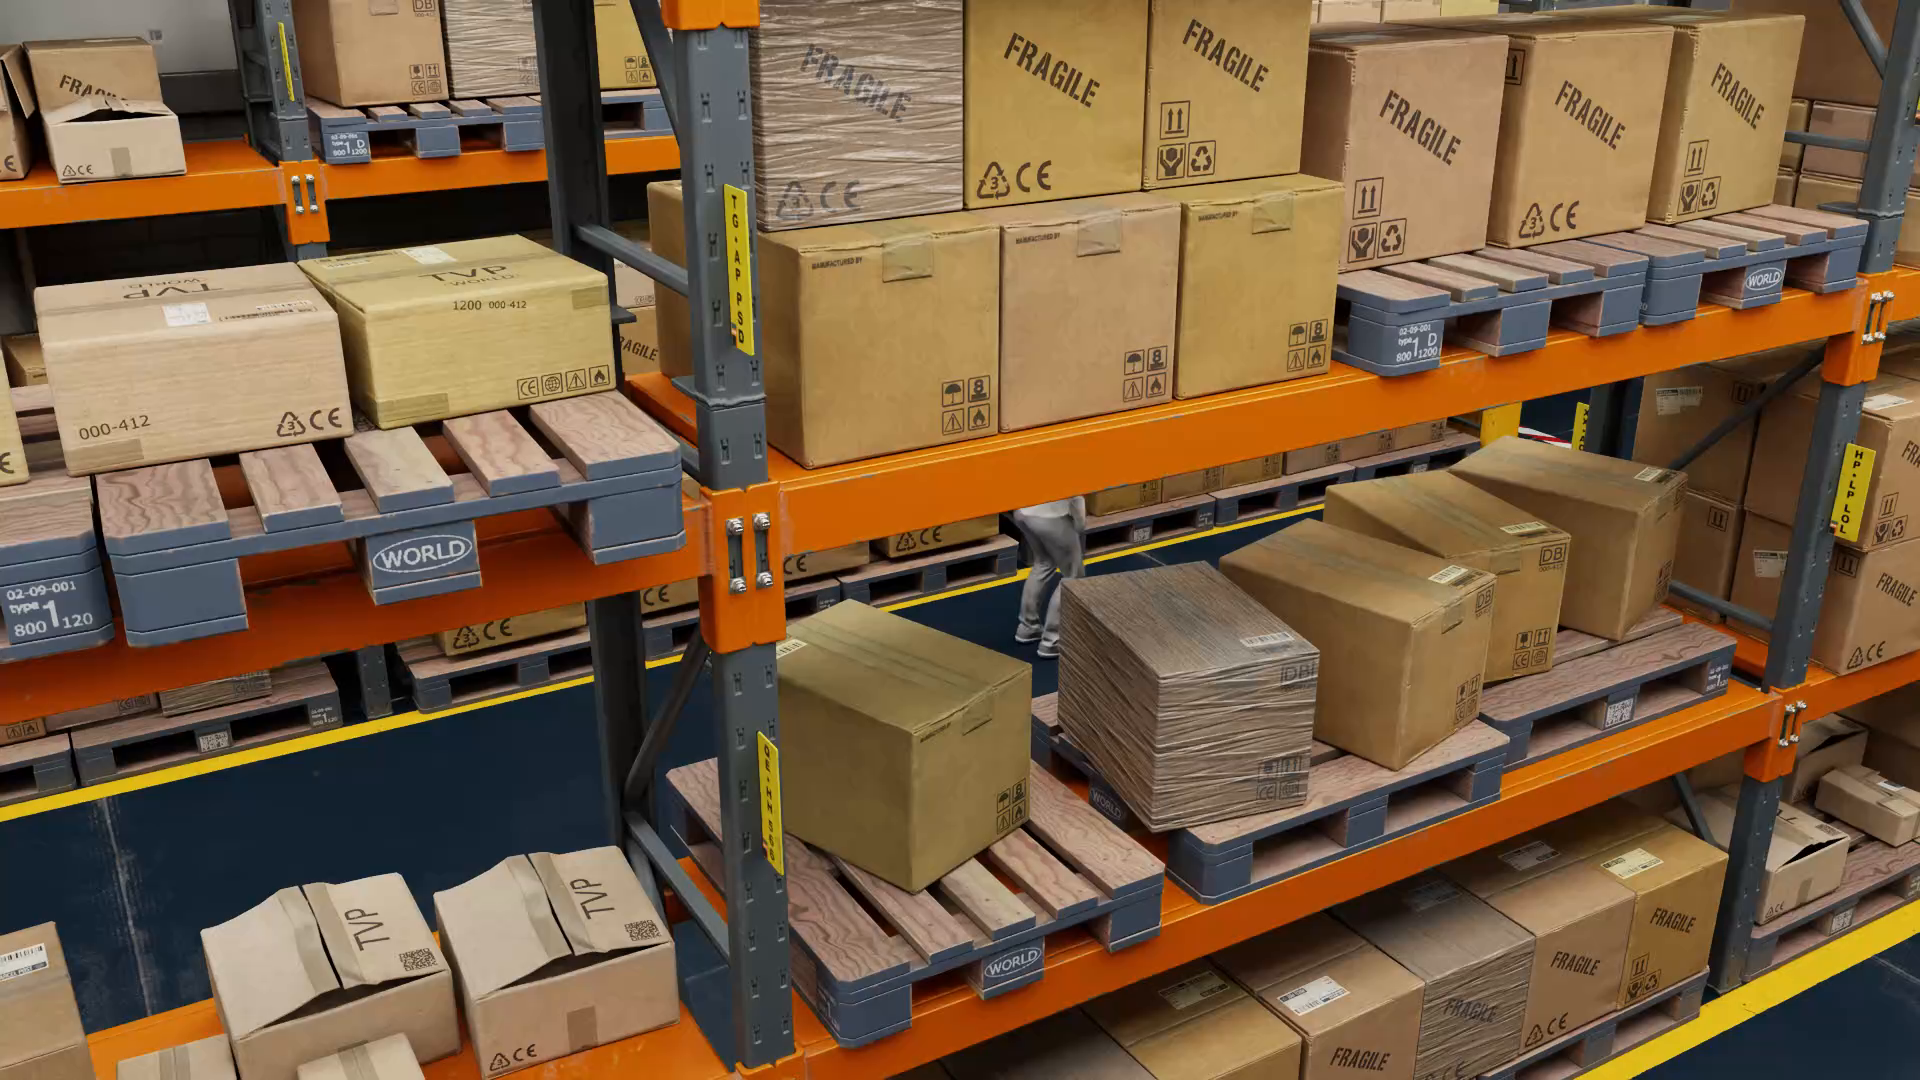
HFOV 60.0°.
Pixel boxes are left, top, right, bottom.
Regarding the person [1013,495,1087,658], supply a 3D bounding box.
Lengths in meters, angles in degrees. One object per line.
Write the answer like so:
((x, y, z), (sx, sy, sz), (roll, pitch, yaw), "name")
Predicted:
((0.497, -0.165, 9.080), (0.465, 1.616, 0.504), (-12, 25, -27), "person")
